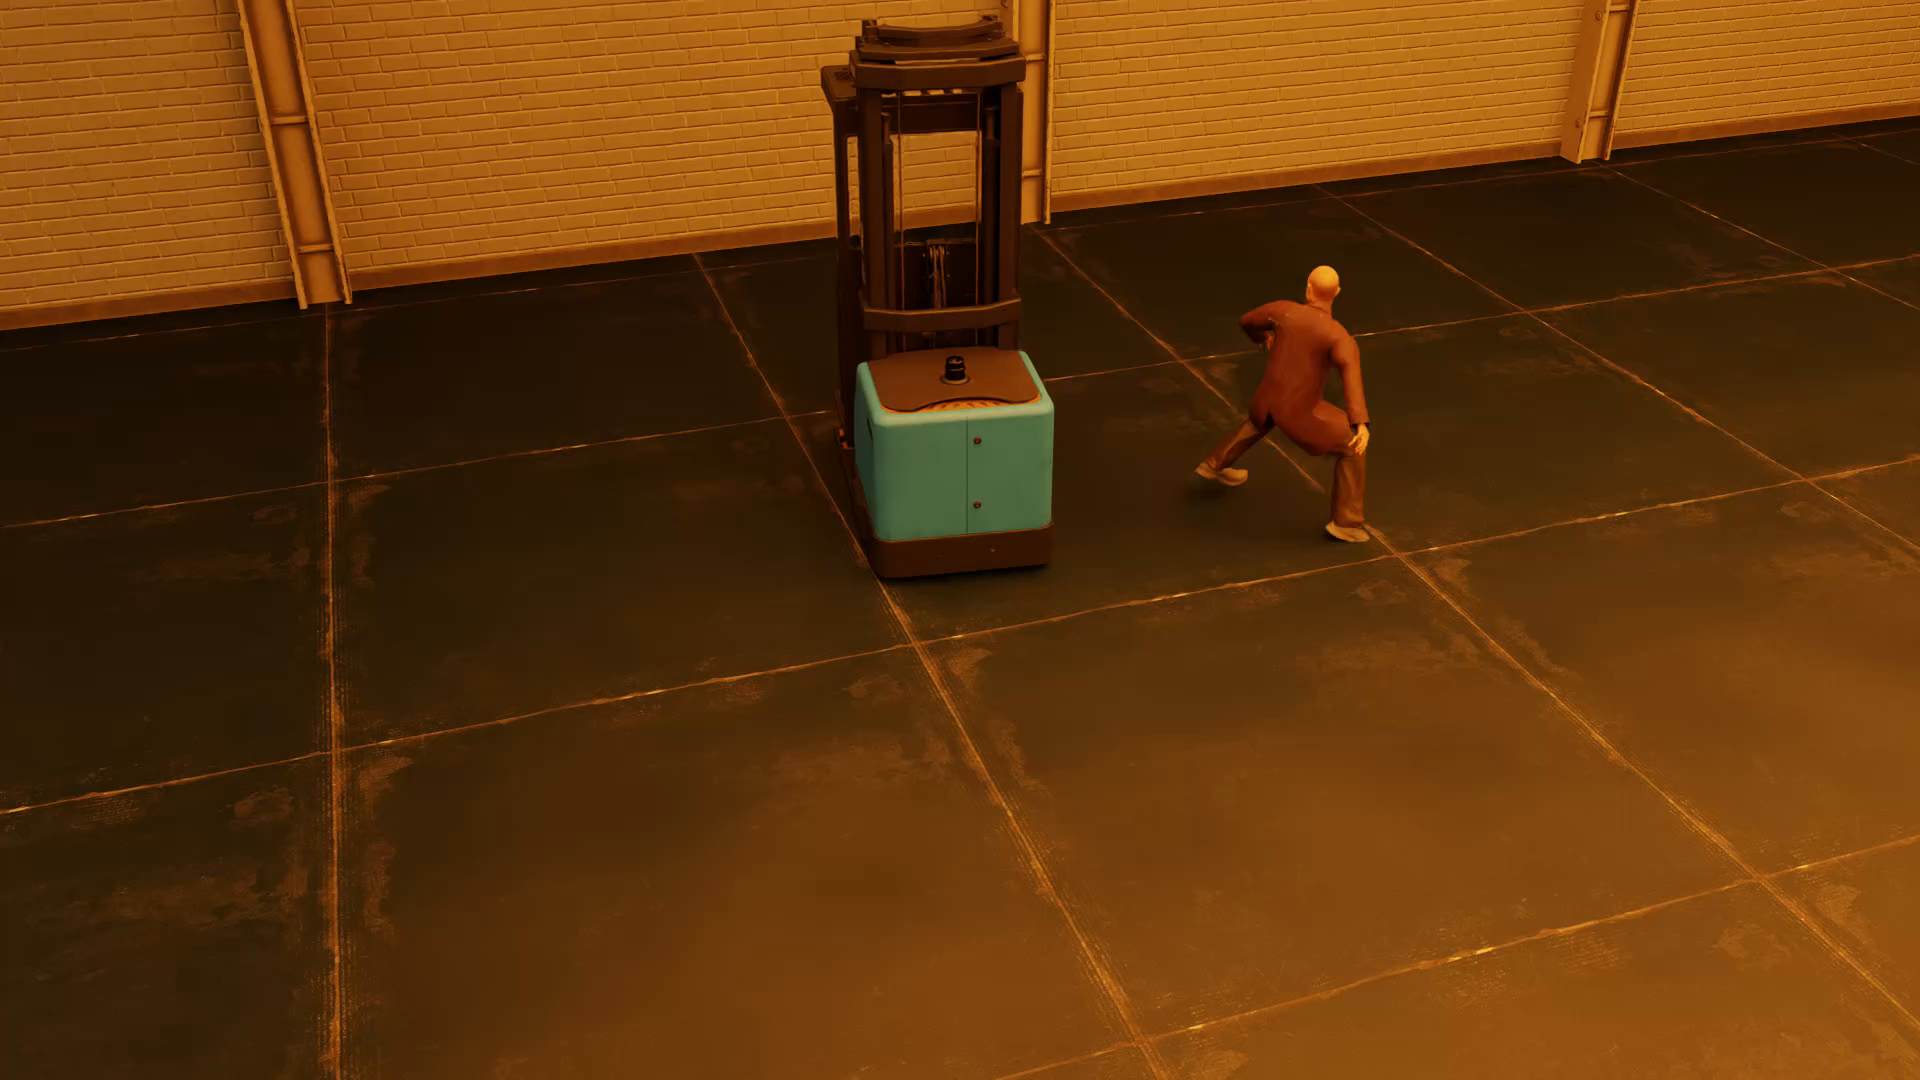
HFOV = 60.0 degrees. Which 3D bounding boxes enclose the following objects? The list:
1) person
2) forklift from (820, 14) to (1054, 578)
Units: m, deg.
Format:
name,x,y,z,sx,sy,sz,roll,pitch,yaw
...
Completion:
name,x,y,z,sx,sy,sz,roll,pitch,yaw
person,2.047,-0.777,9.853,0.606,1.702,1.218,-19,35,-30
forklift,-0.225,-1.769,10.162,1.130,2.935,3.031,-5,30,-9
